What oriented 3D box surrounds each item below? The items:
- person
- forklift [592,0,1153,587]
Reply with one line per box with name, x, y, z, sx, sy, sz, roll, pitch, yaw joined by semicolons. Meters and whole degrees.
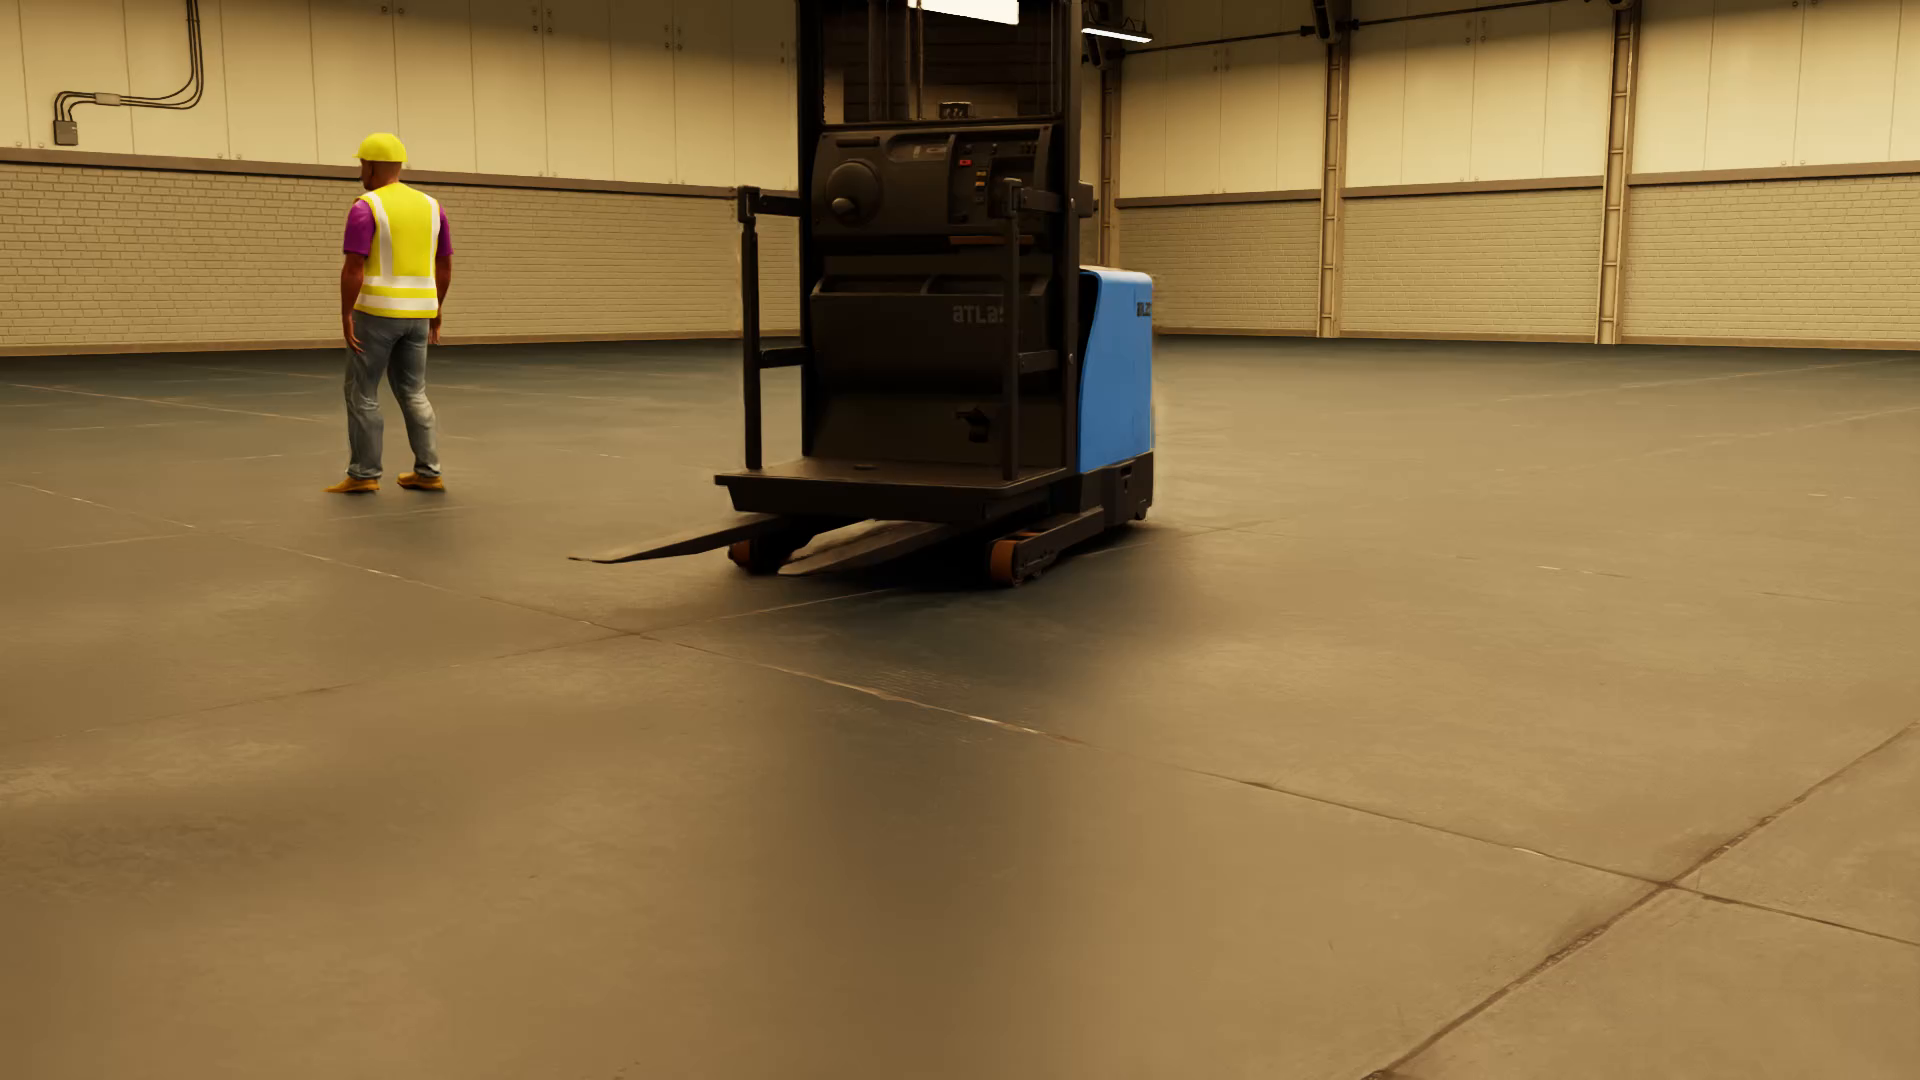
person;-2.869;-1.112;8.297;0.512;1.786;0.658;6;10;33
forklift;-0.189;-1.360;5.902;1.130;2.935;3.031;3;9;22
